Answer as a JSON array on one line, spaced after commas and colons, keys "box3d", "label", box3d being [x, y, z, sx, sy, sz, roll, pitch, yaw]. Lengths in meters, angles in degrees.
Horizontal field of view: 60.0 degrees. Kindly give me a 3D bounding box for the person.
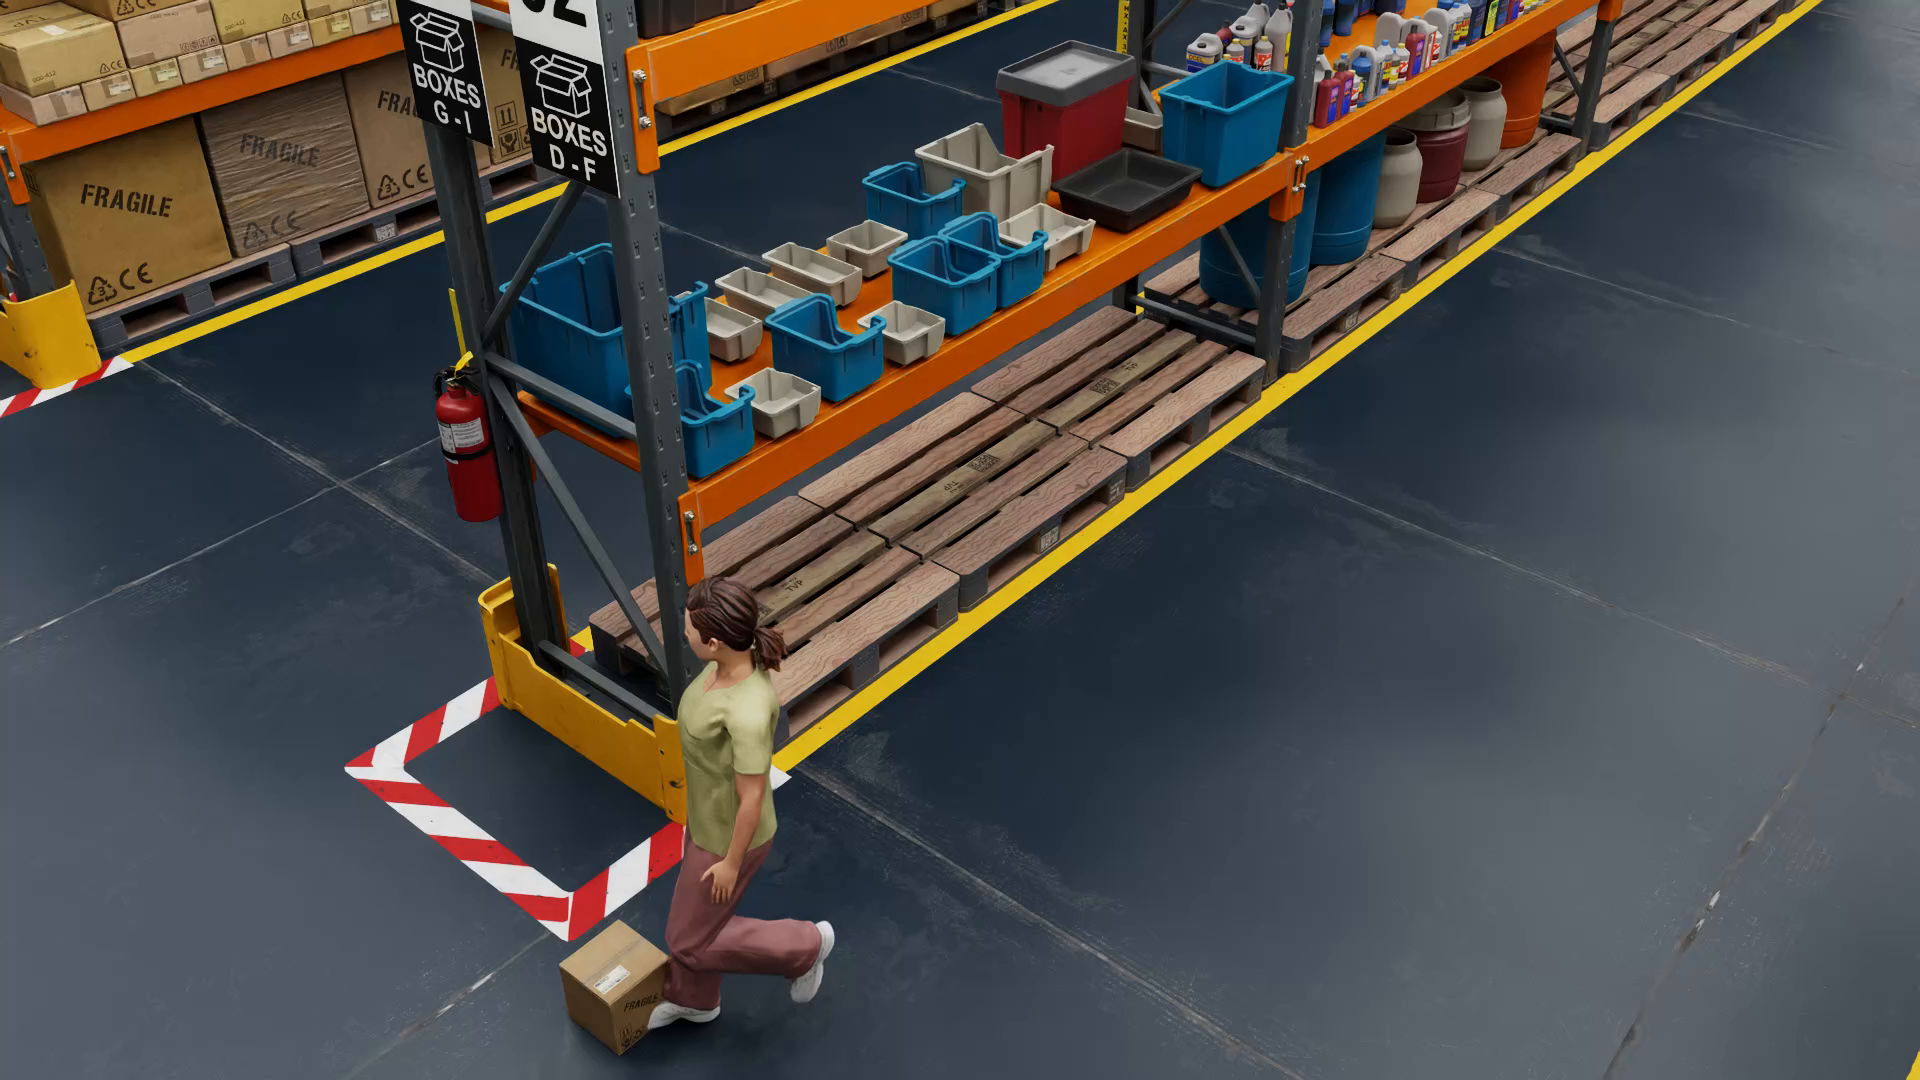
[{"box3d": [-0.744, 0.844, 4.938, 0.686, 1.657, 0.510, -8, 36, -11], "label": "person"}]
